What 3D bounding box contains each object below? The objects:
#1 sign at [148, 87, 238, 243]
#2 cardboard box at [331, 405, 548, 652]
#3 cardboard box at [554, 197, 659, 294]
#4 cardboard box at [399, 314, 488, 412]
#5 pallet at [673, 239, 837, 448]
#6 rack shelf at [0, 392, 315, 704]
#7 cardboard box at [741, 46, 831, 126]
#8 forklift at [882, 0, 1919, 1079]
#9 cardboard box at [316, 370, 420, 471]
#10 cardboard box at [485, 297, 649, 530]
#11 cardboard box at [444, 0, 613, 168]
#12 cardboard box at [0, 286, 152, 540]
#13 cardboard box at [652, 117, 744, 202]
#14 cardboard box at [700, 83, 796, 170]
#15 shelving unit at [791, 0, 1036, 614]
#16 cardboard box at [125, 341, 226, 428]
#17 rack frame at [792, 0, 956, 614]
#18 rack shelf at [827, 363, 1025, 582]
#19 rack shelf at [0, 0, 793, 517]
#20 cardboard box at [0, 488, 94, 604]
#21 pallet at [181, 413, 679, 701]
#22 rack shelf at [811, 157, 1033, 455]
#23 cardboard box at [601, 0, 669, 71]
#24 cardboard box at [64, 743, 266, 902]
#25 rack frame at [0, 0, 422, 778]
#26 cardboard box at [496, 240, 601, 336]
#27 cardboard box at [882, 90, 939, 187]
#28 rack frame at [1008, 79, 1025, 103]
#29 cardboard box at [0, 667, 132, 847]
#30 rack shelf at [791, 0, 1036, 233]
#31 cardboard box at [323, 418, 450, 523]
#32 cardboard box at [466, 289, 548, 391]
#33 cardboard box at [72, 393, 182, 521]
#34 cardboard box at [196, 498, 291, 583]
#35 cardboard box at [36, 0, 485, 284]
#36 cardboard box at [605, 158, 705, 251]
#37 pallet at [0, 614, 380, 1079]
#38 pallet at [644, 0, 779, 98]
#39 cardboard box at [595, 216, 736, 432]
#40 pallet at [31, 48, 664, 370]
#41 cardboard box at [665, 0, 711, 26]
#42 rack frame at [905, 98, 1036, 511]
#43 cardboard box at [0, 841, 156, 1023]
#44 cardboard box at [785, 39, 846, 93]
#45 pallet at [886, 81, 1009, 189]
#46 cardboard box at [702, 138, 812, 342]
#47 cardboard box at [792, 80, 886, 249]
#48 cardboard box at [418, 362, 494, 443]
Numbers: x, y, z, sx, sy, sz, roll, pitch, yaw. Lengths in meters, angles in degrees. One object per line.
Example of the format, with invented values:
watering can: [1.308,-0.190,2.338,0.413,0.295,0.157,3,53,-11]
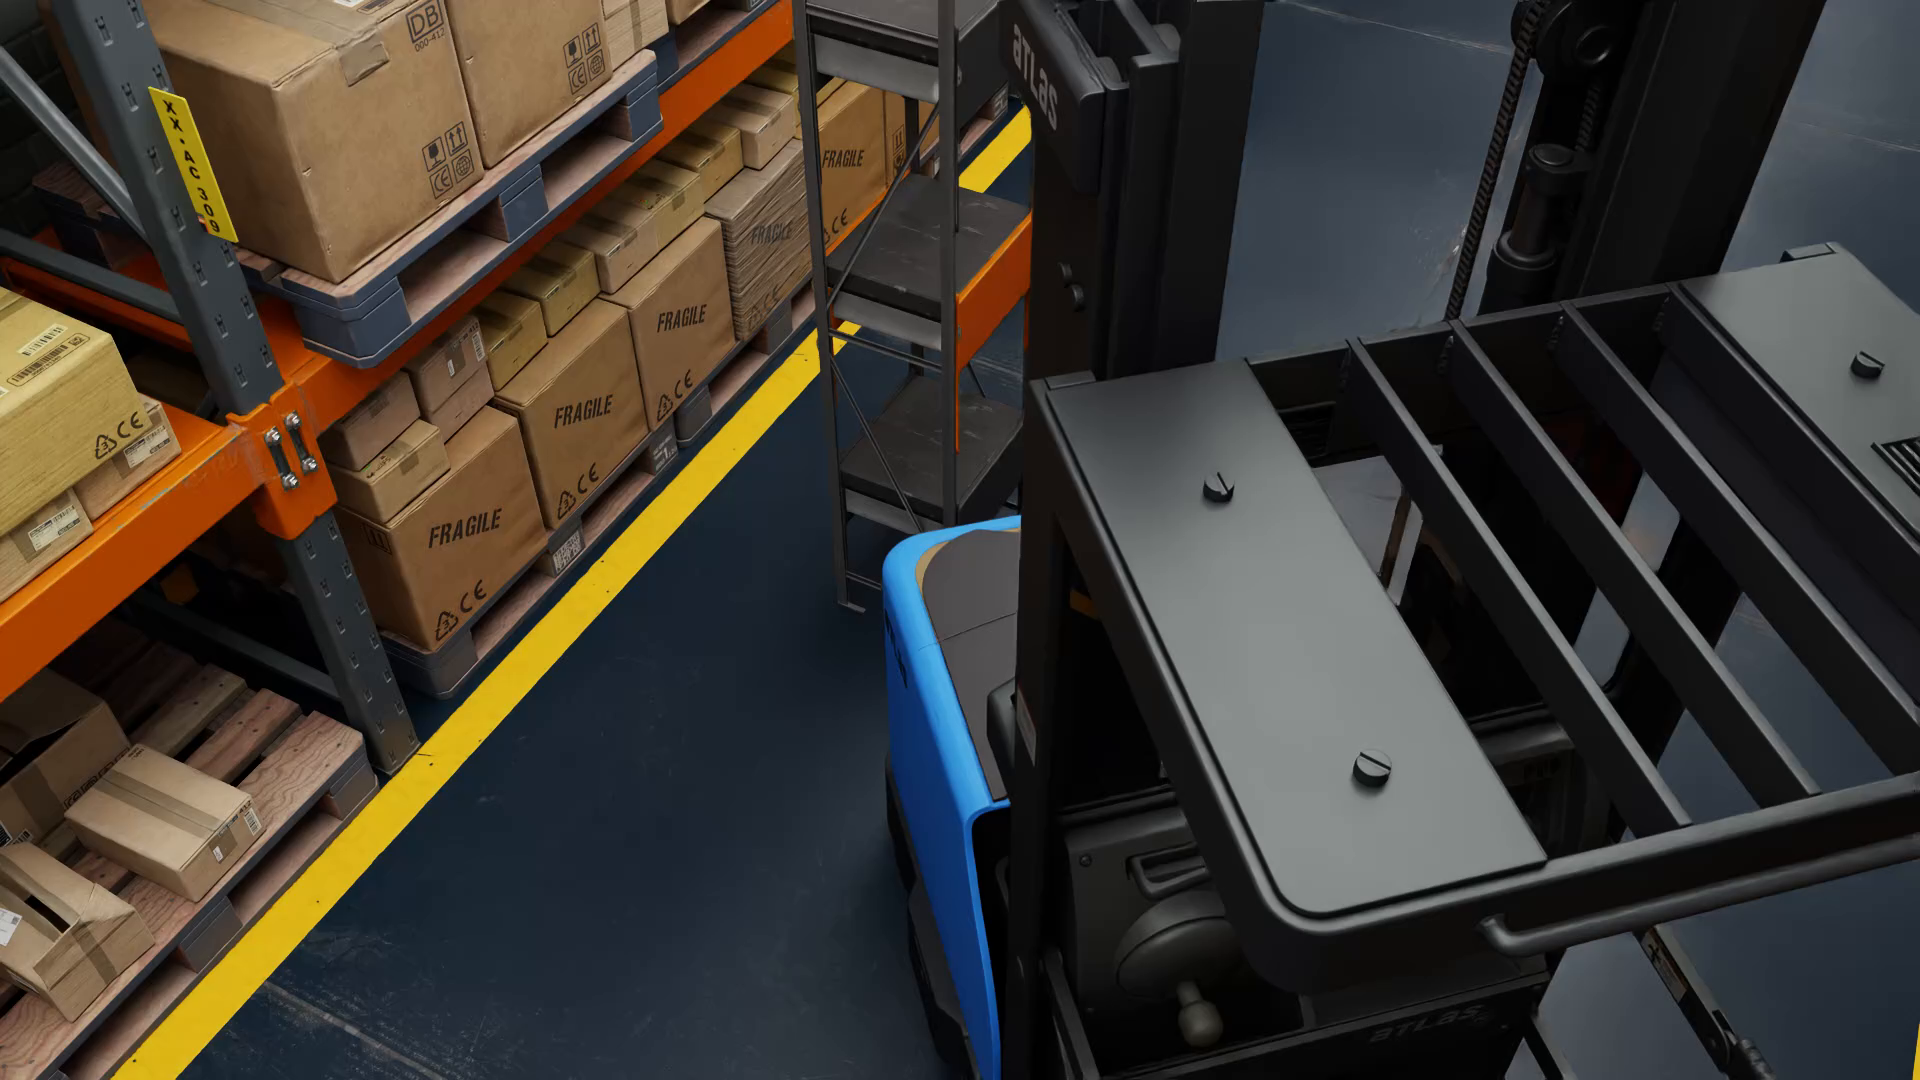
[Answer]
sign: [-1.500,-0.730,3.254,0.100,0.325,0.005,20,49,19]
cardboard box: [-1.560,-0.099,4.701,0.500,0.500,0.500,22,49,21]
cardboard box: [-1.149,-0.923,5.059,0.380,0.149,0.250,20,49,19]
cardboard box: [-1.504,-0.519,4.451,0.380,0.149,0.250,18,48,17]
pallet: [-1.075,-0.916,6.007,1.003,0.211,1.213,20,49,19]
rack shelf: [-2.913,0.913,2.745,1.077,0.370,4.000,20,49,19]
cardboard box: [-0.671,-1.580,5.709,0.380,0.149,0.250,20,49,18]
forklift: [0.681,0.648,2.549,1.130,2.935,3.031,-11,46,-10]
cardboard box: [-1.636,-0.360,4.293,0.380,0.149,0.250,20,49,18]
cardboard box: [-1.322,-0.438,5.036,0.500,0.500,0.500,20,49,19]
cardboard box: [-1.321,-1.340,4.100,0.700,0.500,0.500,21,49,19]
cardboard box: [-2.004,-0.250,3.285,0.500,0.250,0.500,22,49,20]
cardboard box: [-0.932,-1.258,5.390,0.380,0.149,0.250,21,49,19]
cardboard box: [-0.773,-1.396,5.527,0.380,0.149,0.250,18,48,17]
shelving unit: [-0.077,-0.634,4.400,0.431,2.100,0.503,20,49,19]
cardboard box: [-2.069,-0.424,4.566,0.380,0.149,0.250,19,48,18]
rack frame: [-0.190,-0.480,4.248,0.400,2.100,0.015,20,49,19]
rack shelf: [-0.077,-0.132,4.908,0.431,0.518,0.480,20,49,19]
rack shelf: [-1.056,-1.607,5.235,1.077,0.370,4.000,20,49,19]
cardboard box: [-2.010,-0.056,3.373,0.380,0.149,0.250,22,49,20]
pallet: [-1.640,-0.145,5.245,1.003,0.211,1.213,20,49,19]
rack shelf: [-0.077,-0.624,4.410,0.431,0.518,0.480,20,49,19]
cardboard box: [-0.999,-1.449,4.372,0.396,0.266,0.258,23,50,21]
cardboard box: [-1.983,0.703,4.156,0.380,0.149,0.250,19,48,18]
rack frame: [-1.984,-0.600,3.734,1.000,3.000,0.127,20,49,19]
cardboard box: [-1.298,-0.778,4.916,0.380,0.149,0.250,20,49,18]
cardboard box: [-0.375,-1.740,6.322,0.500,0.500,0.500,20,49,18]
rack frame: [-0.127,-3.120,6.224,1.000,3.000,0.127,20,49,19]
cardboard box: [-2.500,0.536,4.207,0.500,0.311,0.500,22,49,20]
rack shelf: [-0.077,-1.116,3.912,0.431,0.518,0.480,20,49,19]
cardboard box: [-1.582,-0.235,4.379,0.380,0.149,0.250,23,50,21]
cardboard box: [-1.413,-0.600,4.741,0.380,0.149,0.250,18,48,17]
cardboard box: [-1.908,-0.227,3.542,0.380,0.149,0.250,21,49,20]
cardboard box: [-2.018,-0.276,4.876,0.500,0.500,0.500,20,49,19]
cardboard box: [-1.561,-1.014,3.777,0.700,0.500,0.500,22,49,20]
cardboard box: [-1.031,-1.078,5.213,0.380,0.149,0.250,22,49,20]
pallet: [-2.304,0.813,4.299,1.003,0.211,1.213,20,49,19]
pallet: [-1.026,-1.826,5.080,1.003,0.211,1.213,20,49,19]
cardboard box: [-1.086,-0.751,5.345,0.500,0.500,0.500,19,48,18]
pallet: [-1.516,-1.000,4.264,1.003,0.211,1.213,20,49,19]
cardboard box: [-0.957,-1.834,4.588,0.700,0.500,0.500,20,49,19]
rack frame: [0.036,-0.788,4.552,0.400,2.100,0.015,20,49,19]
cardboard box: [-2.148,0.886,3.892,0.396,0.266,0.258,22,49,20]
cardboard box: [-0.556,-1.737,5.864,0.380,0.149,0.250,22,49,20]
pallet: [-0.507,-1.682,6.764,1.003,0.211,1.213,20,49,19]
cardboard box: [-0.840,-1.076,5.666,0.500,0.500,0.500,19,48,18]
cardboard box: [-0.615,-1.409,5.996,0.500,0.500,0.500,22,49,21]
cardboard box: [-1.522,-0.435,4.577,0.380,0.149,0.250,19,48,18]
